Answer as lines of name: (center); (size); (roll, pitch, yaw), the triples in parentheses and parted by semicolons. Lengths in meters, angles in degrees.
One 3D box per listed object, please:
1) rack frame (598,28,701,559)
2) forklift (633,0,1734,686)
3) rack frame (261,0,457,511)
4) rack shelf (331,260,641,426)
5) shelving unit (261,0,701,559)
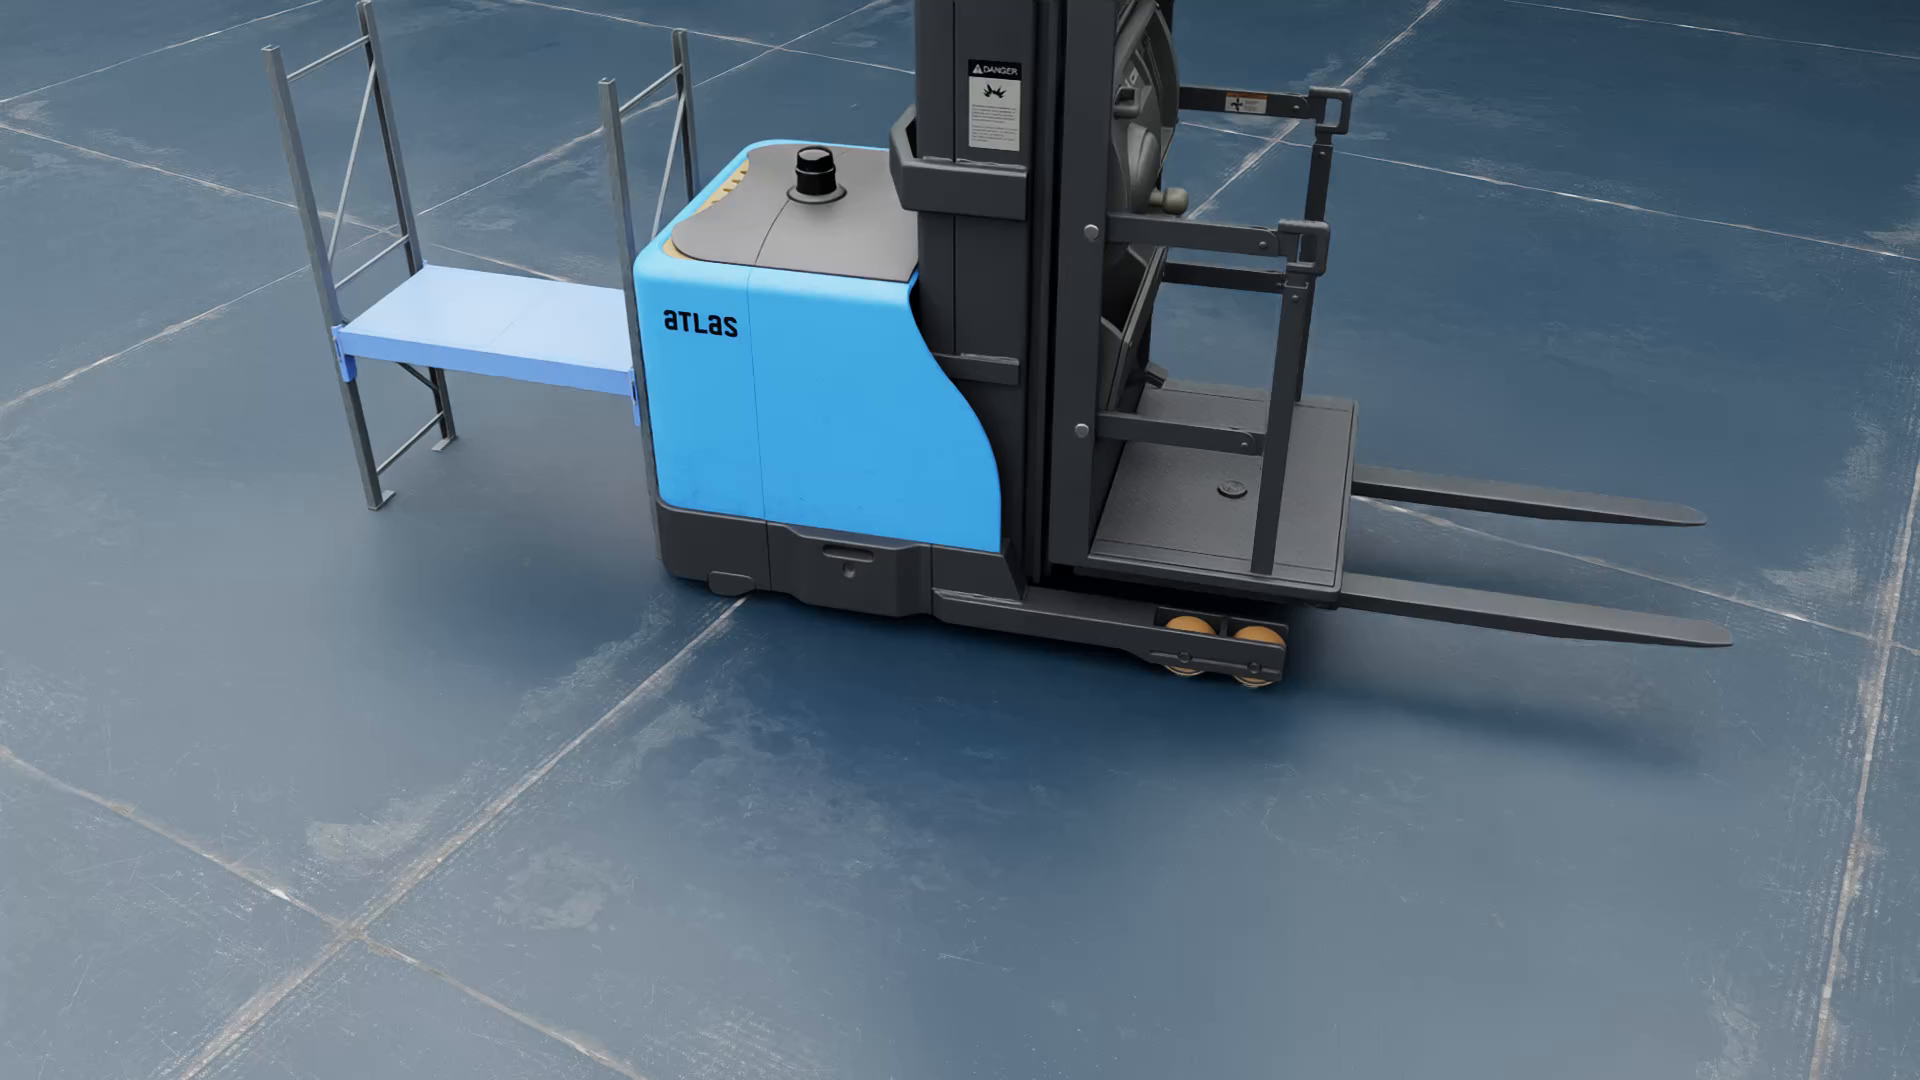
rack frame: (-0.860, -0.698, 4.945); (0.032, 1.500, 0.500); (9, 35, 13)
forklift: (0.674, -1.139, 4.315); (3.031, 2.935, 1.130); (8, 34, 12)
rack frame: (-1.837, -0.854, 5.179); (0.032, 1.500, 0.500); (9, 35, 13)
rack shelf: (-1.349, -0.626, 5.162); (1.000, 0.185, 0.538); (9, 35, 13)
shelving unit: (-1.349, -0.776, 5.062); (1.048, 1.500, 0.538); (9, 35, 13)
